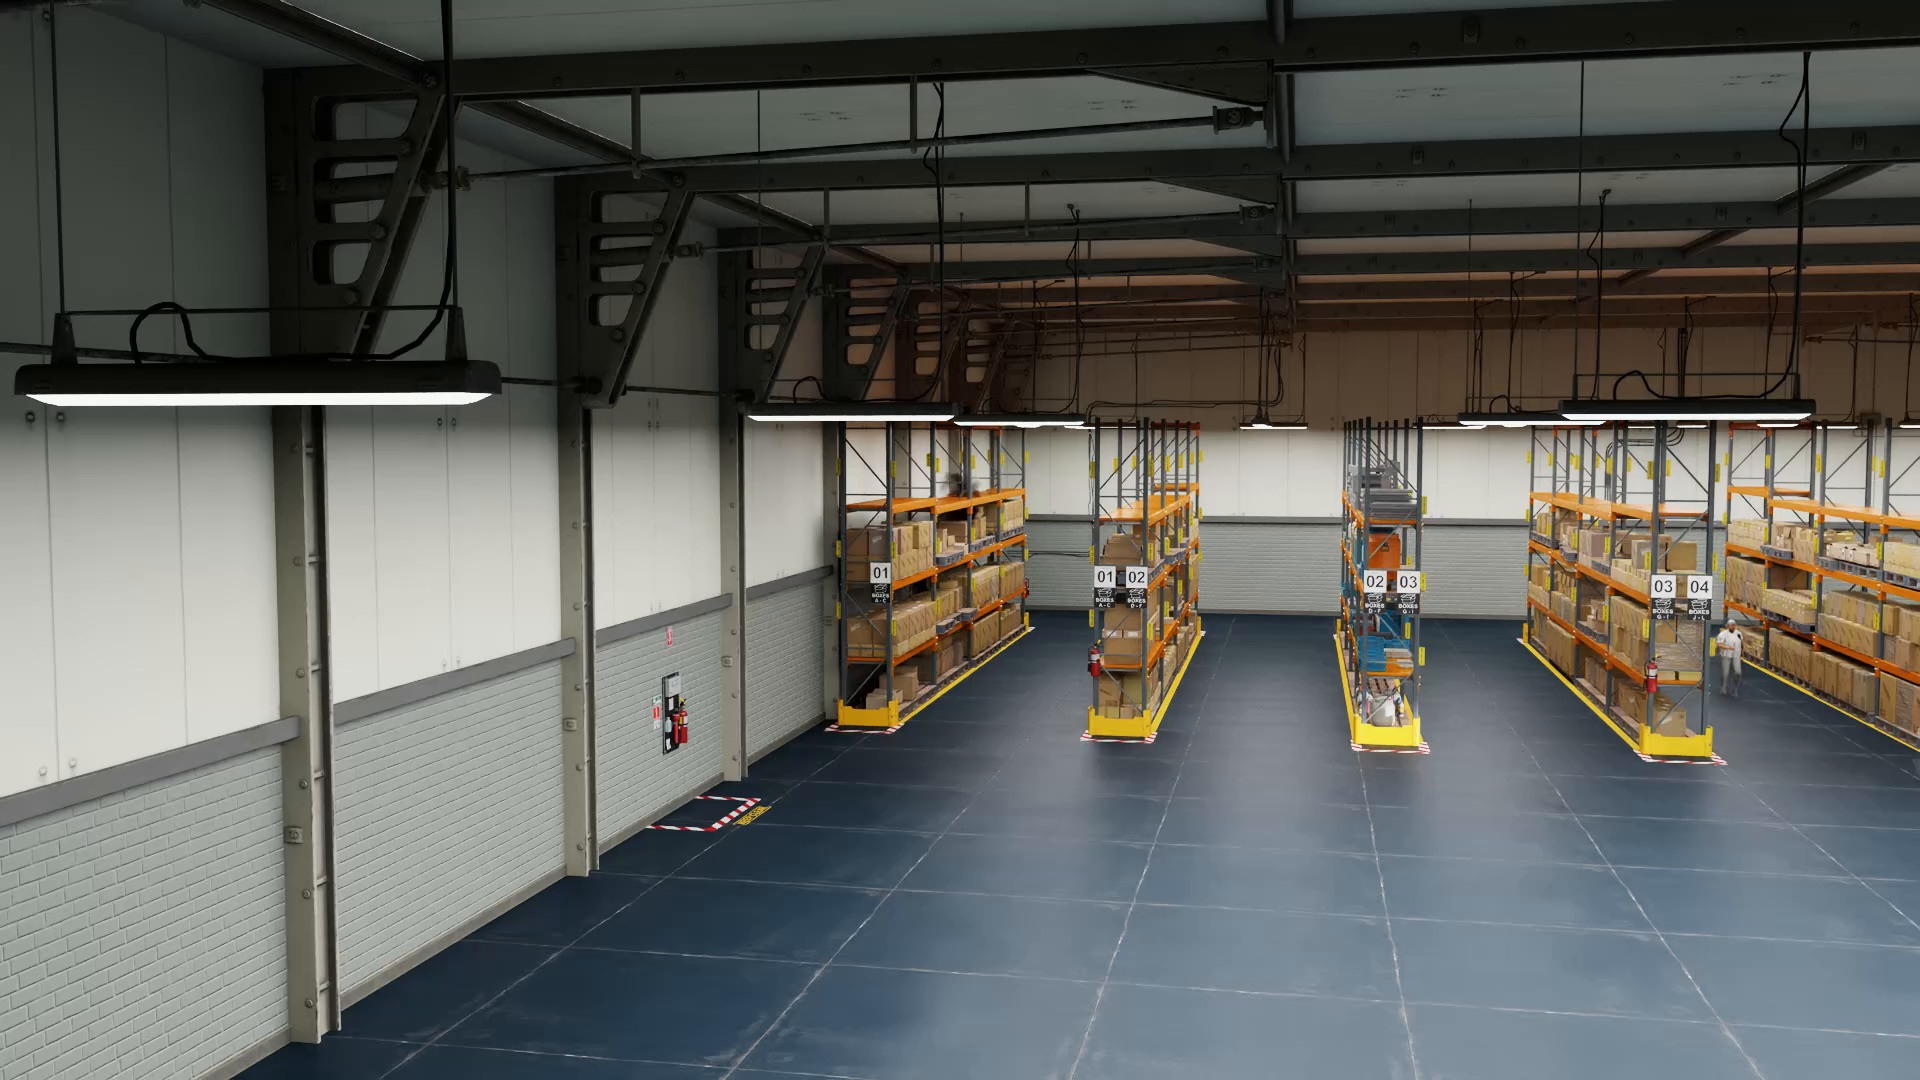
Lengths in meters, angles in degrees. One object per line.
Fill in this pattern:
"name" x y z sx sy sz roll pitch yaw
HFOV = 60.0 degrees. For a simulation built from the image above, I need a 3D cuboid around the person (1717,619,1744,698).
"person" 16.703 2.574 36.036 0.613 1.723 0.711 1 4 9
